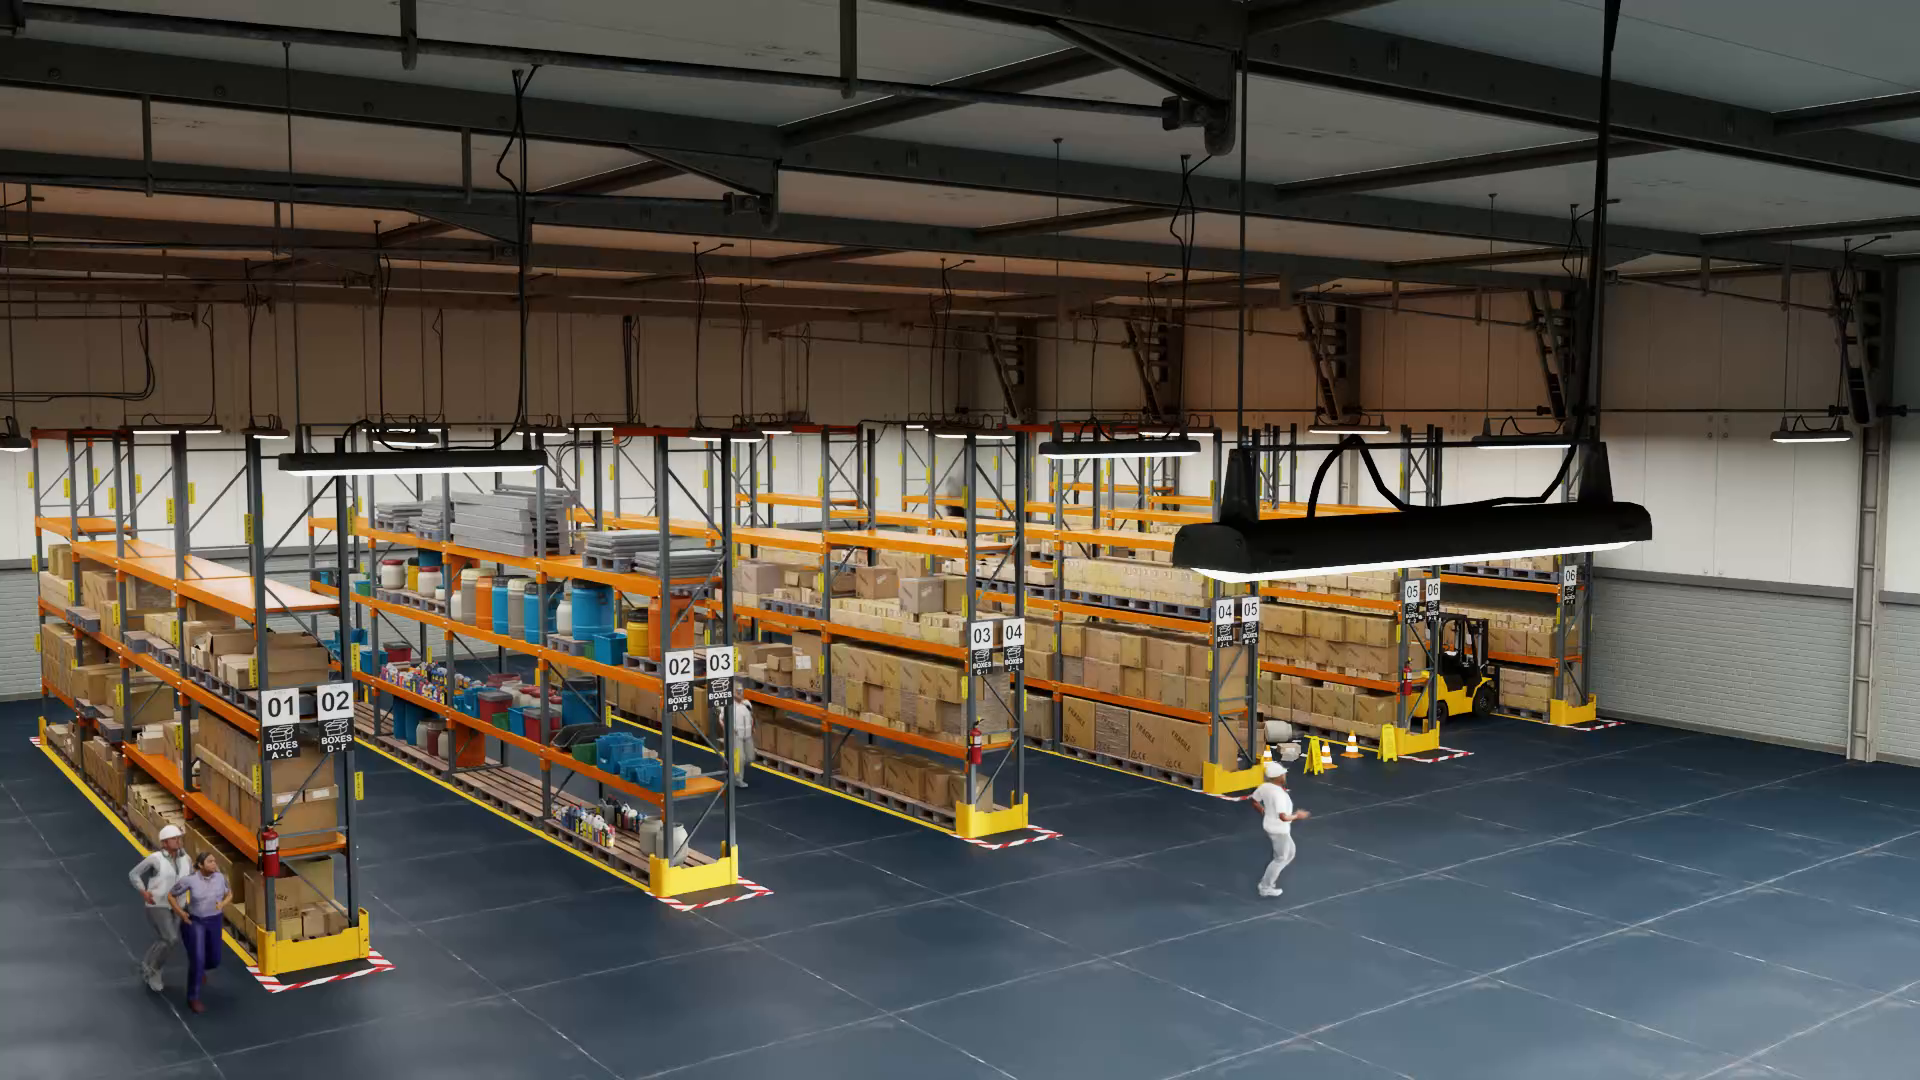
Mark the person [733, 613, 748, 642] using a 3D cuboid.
[{"bbox_3d":[-5.447,2.254,41.565,0.673,1.688,0.623,4,6,42],"label":"person"}]

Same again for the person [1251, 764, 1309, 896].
[{"bbox_3d":[4.168,3.761,21.589,0.626,1.750,0.680,-1,5,-8],"label":"person"}]

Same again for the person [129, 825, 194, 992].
[{"bbox_3d":[-8.727,4.026,18.312,0.636,1.779,0.625,2,5,24],"label":"person"}]

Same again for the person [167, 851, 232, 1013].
[{"bbox_3d":[-8.122,4.152,17.872,0.831,1.619,0.633,4,6,38],"label":"person"}]

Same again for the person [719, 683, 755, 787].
[{"bbox_3d":[-3.731,3.269,27.983,0.661,1.725,0.629,-4,6,-38],"label":"person"}]
